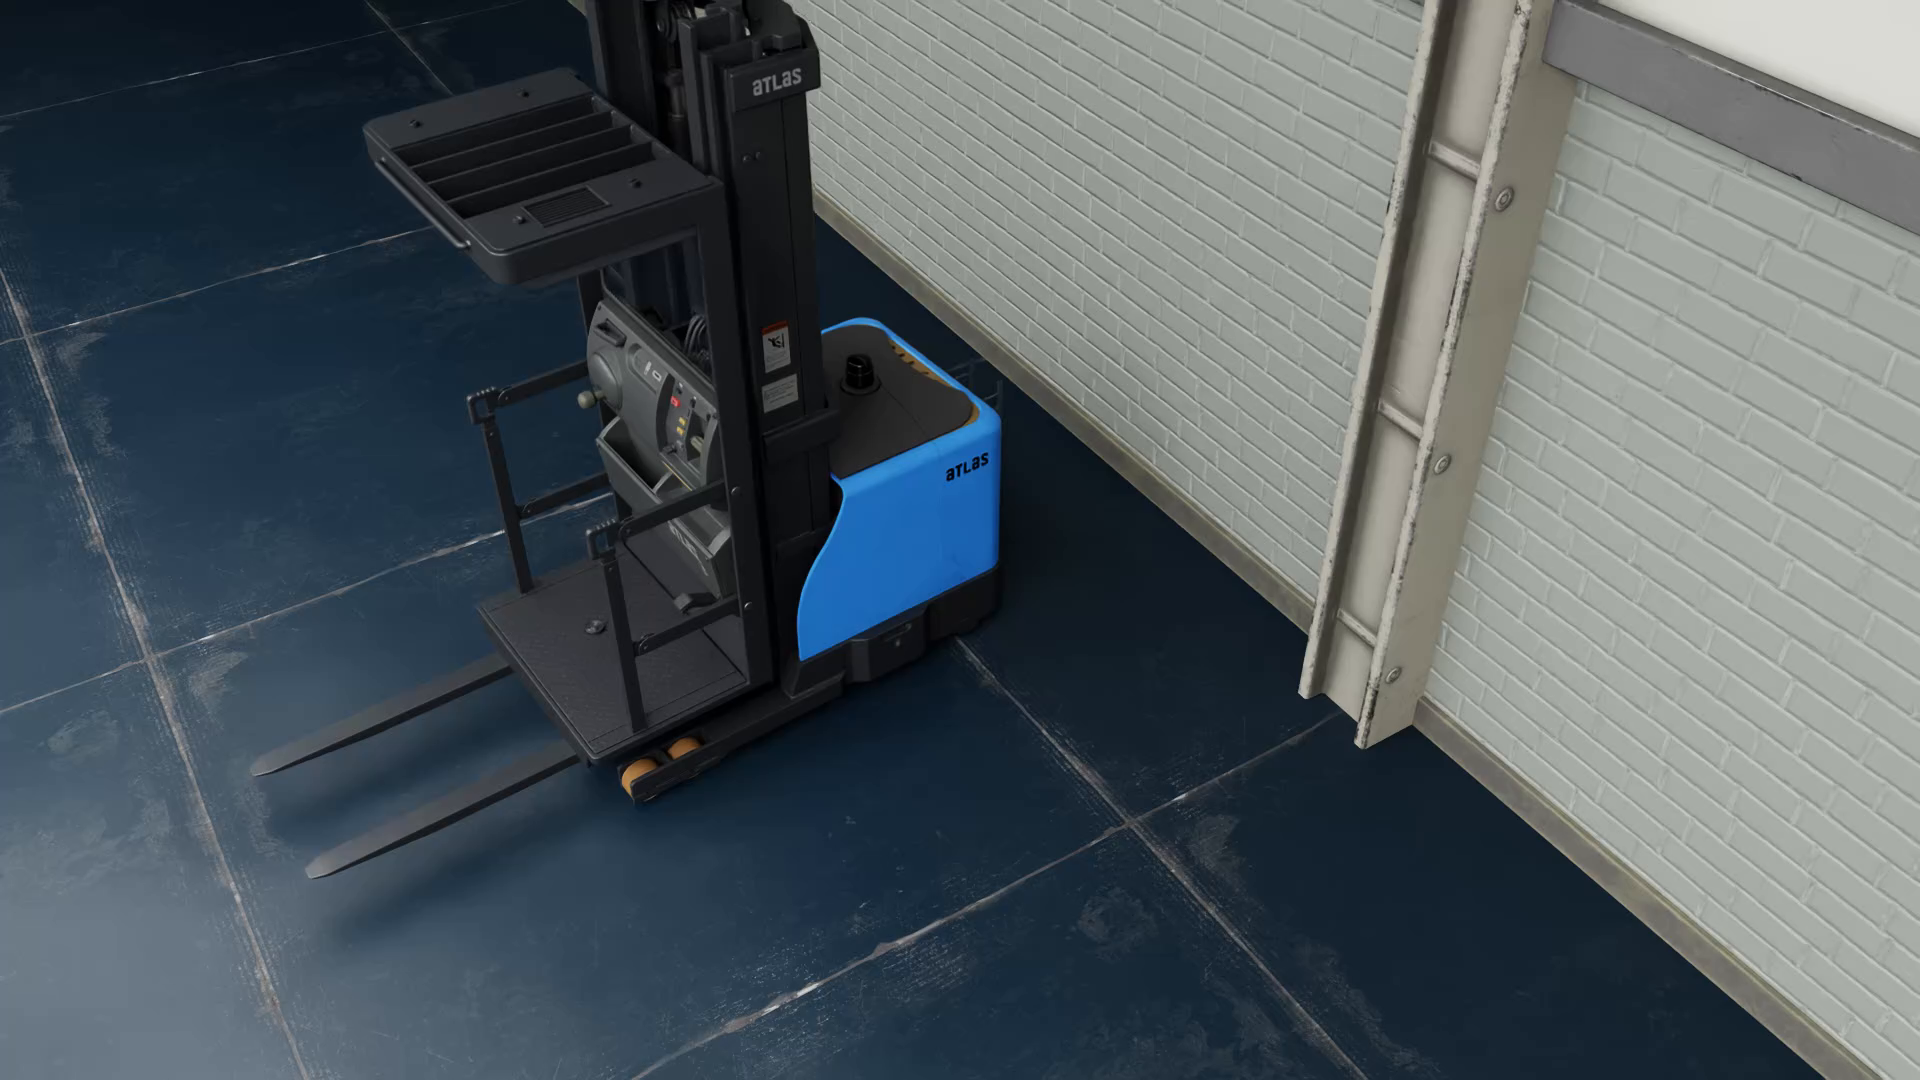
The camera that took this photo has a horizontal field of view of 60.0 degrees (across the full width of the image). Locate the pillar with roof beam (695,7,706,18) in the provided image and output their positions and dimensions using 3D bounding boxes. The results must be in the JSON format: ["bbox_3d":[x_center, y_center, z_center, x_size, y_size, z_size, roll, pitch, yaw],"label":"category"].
[{"bbox_3d":[-5.203,-4.523,6.149,9.100,9.000,0.400,-22,45,-24],"label":"pillar with roof beam"}]

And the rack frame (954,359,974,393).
[{"bbox_3d":[-0.038,-0.402,7.529,0.240,0.900,0.006,-25,46,-27],"label":"rack frame"}]

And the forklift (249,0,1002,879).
[{"bbox_3d":[-1.306,-0.489,6.047,3.031,2.935,1.130,-25,46,-27],"label":"forklift"}]

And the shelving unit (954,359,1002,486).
[{"bbox_3d":[0.023,-0.350,7.466,0.258,0.900,0.210,-25,46,-27],"label":"shelving unit"}]

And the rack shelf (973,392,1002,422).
[{"bbox_3d":[0.023,-0.532,7.315,0.258,0.077,0.200,-25,46,-27],"label":"rack shelf"}]

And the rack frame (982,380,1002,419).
[{"bbox_3d":[0.084,-0.298,7.403,0.240,0.900,0.006,-25,46,-27],"label":"rack frame"}]

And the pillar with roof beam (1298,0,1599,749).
[{"bbox_3d":[-1.977,-1.285,2.263,9.100,9.000,0.400,-22,45,-24],"label":"pillar with roof beam"}]
